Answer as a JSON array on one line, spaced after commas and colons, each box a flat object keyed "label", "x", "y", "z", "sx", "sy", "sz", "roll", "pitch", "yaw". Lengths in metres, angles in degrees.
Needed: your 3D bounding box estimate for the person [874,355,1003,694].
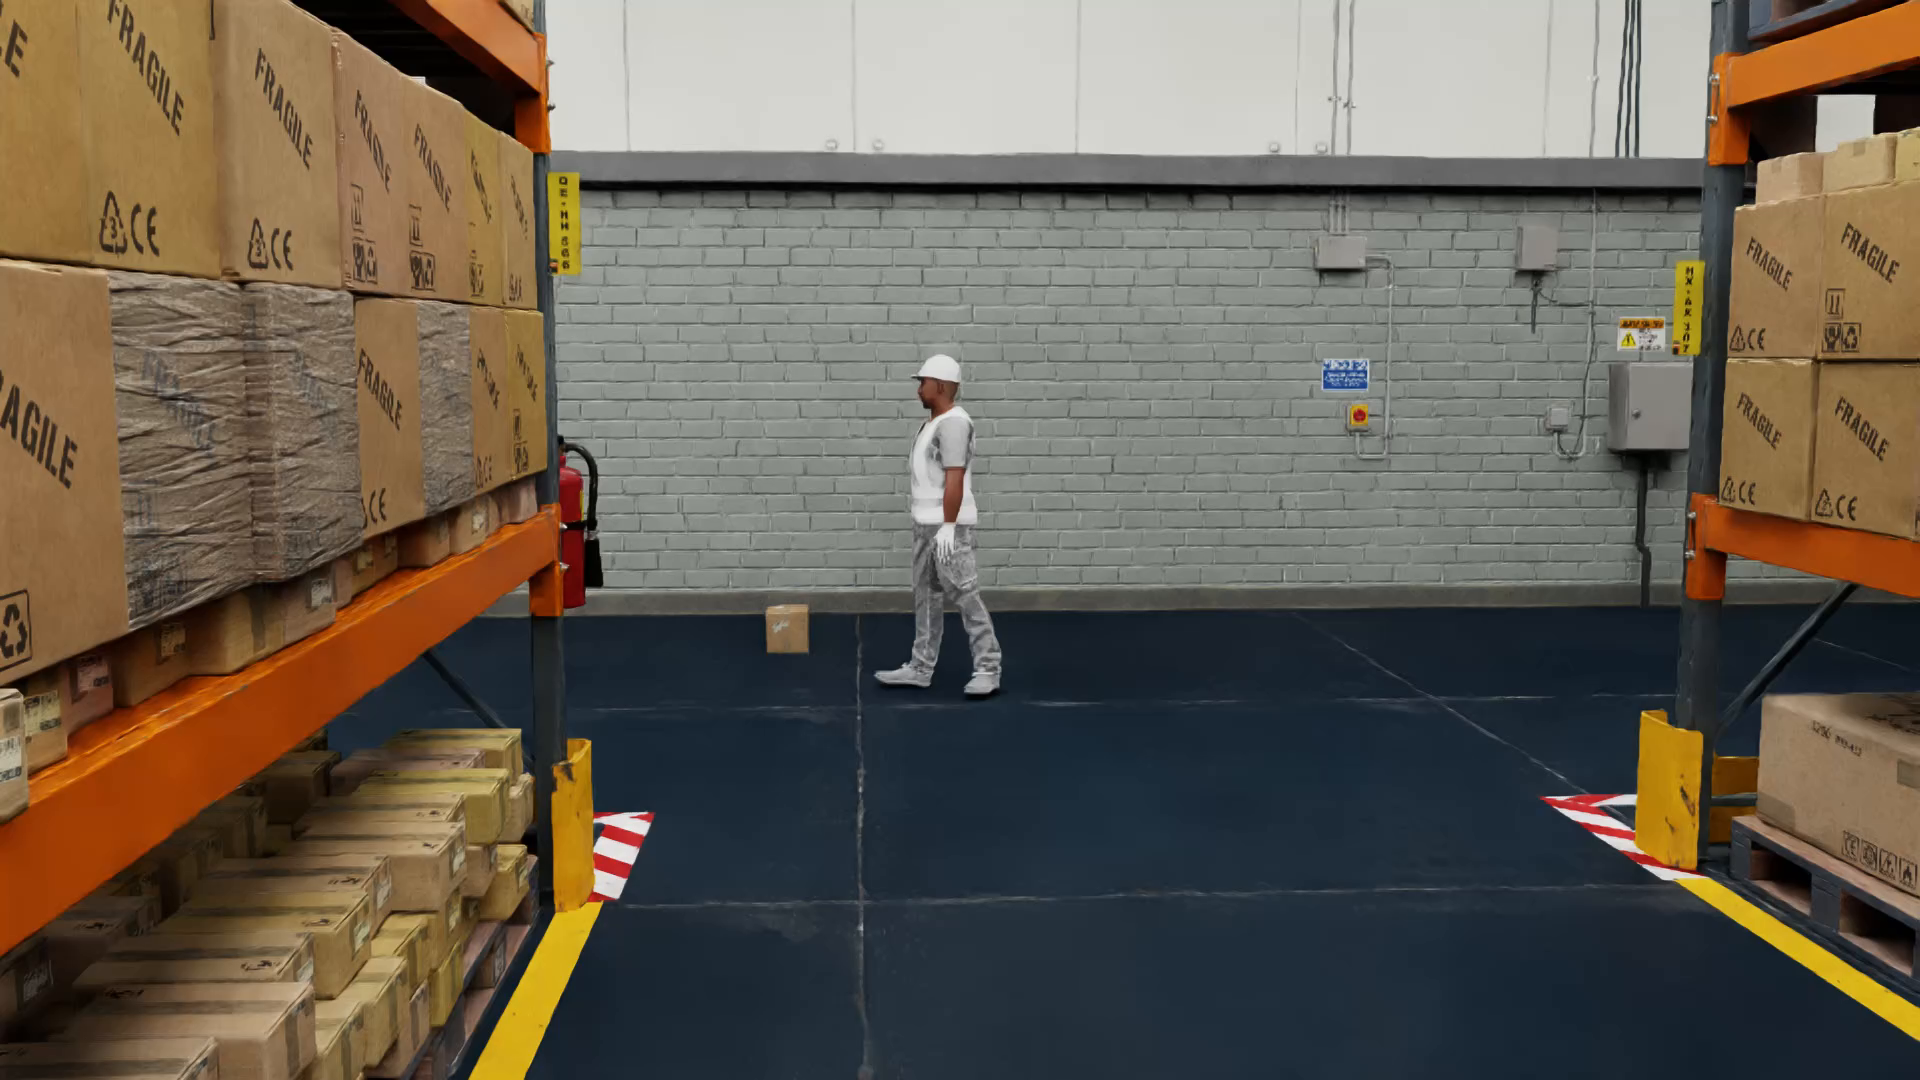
[{"label": "person", "x": -0.128, "y": -0.088, "z": 8.860, "sx": 0.635, "sy": 1.788, "sz": 0.765, "roll": -1, "pitch": 7, "yaw": -12}]
